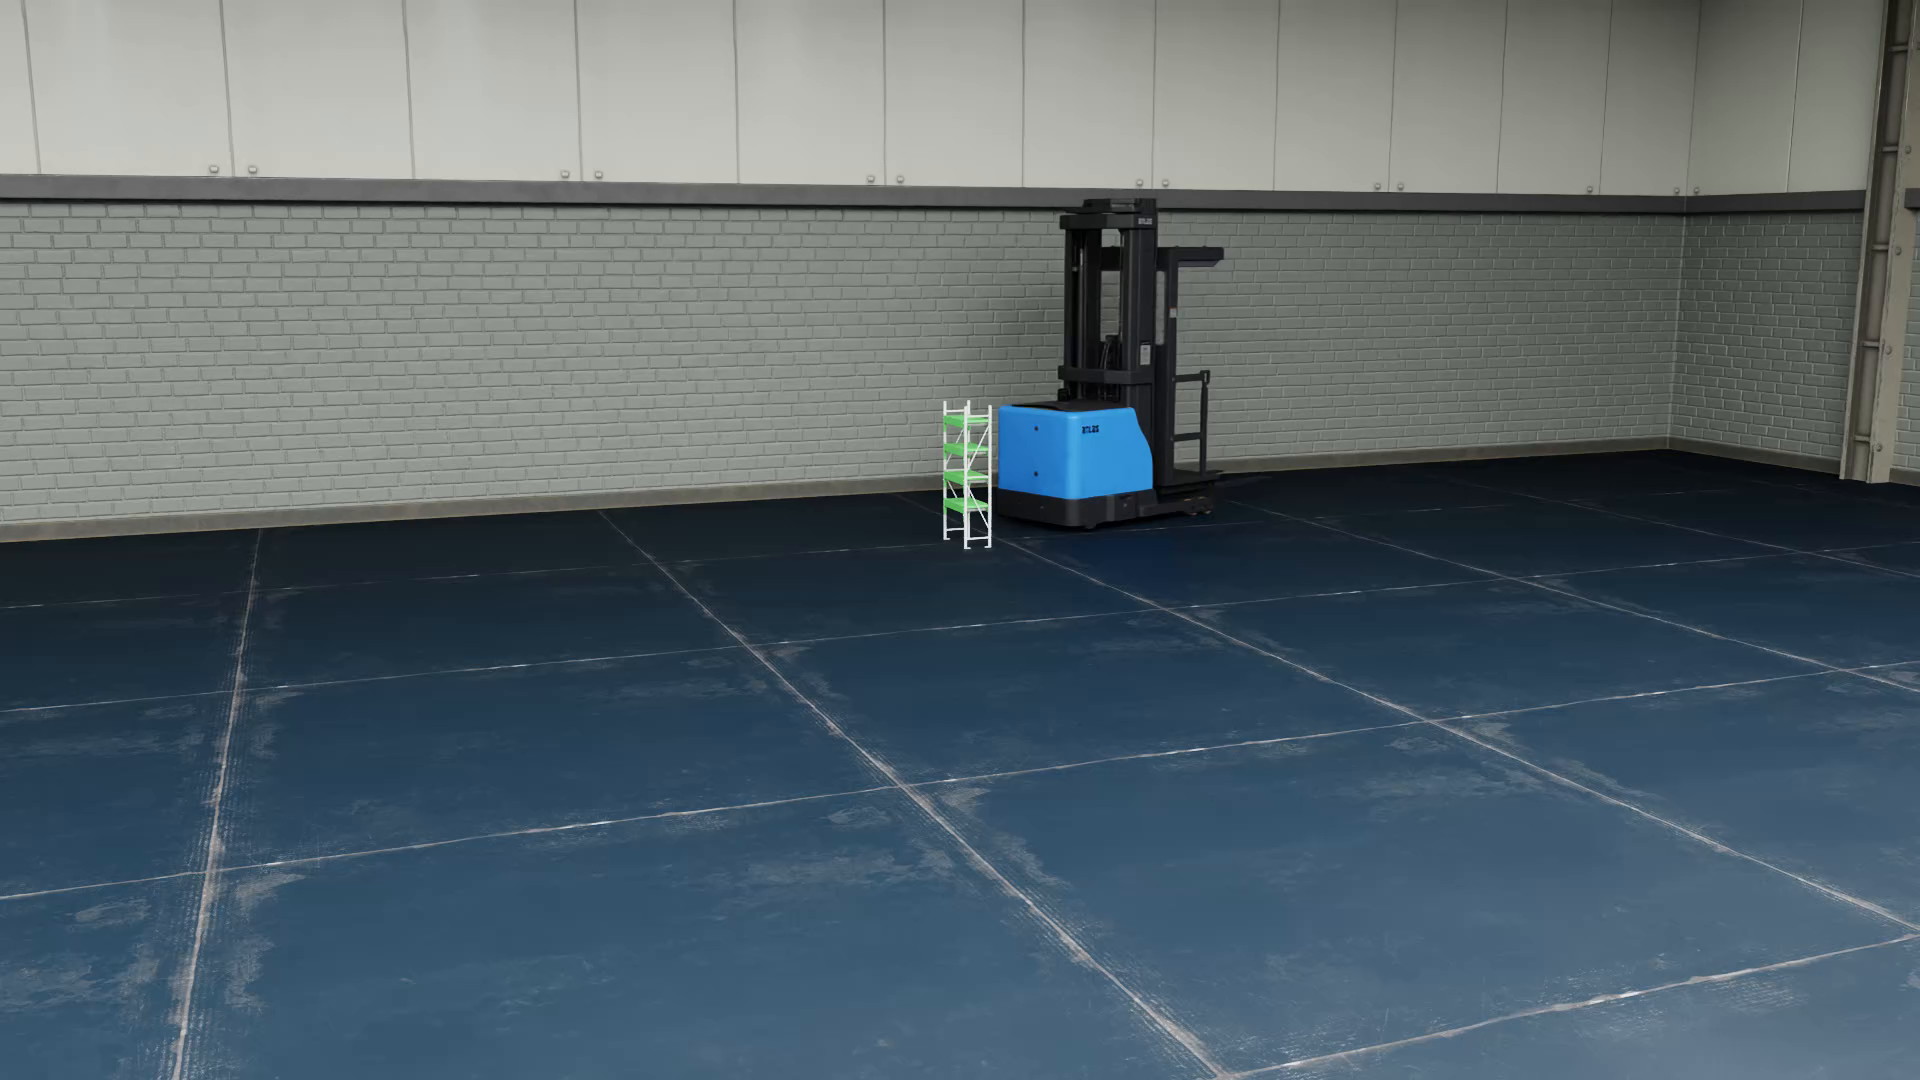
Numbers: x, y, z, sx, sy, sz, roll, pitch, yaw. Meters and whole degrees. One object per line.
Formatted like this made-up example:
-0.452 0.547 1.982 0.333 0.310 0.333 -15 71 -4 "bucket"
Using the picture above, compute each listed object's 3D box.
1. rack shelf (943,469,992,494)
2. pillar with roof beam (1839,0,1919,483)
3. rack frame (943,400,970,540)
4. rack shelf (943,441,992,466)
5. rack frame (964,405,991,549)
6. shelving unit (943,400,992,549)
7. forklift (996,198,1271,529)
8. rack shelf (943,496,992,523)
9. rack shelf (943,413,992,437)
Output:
0.060 -0.501 14.174 0.258 0.148 0.480 -4 11 -21 "rack shelf"
5.823 -4.808 15.754 9.100 9.000 0.400 -4 11 -21 "pillar with roof beam"
-0.028 -0.604 14.387 0.240 1.200 0.015 -4 11 -21 "rack frame"
0.060 -0.737 14.132 0.258 0.148 0.480 -4 11 -21 "rack shelf"
0.148 -0.524 13.939 0.240 1.200 0.015 -4 11 -21 "rack frame"
0.060 -0.564 14.163 0.258 1.200 0.503 -4 11 -21 "shelving unit"
1.773 -1.728 15.764 3.031 2.935 1.130 -9 13 -41 "forklift"
0.060 -0.265 14.216 0.258 0.148 0.480 -4 11 -21 "rack shelf"
0.060 -0.973 14.090 0.258 0.148 0.480 -4 11 -21 "rack shelf"
